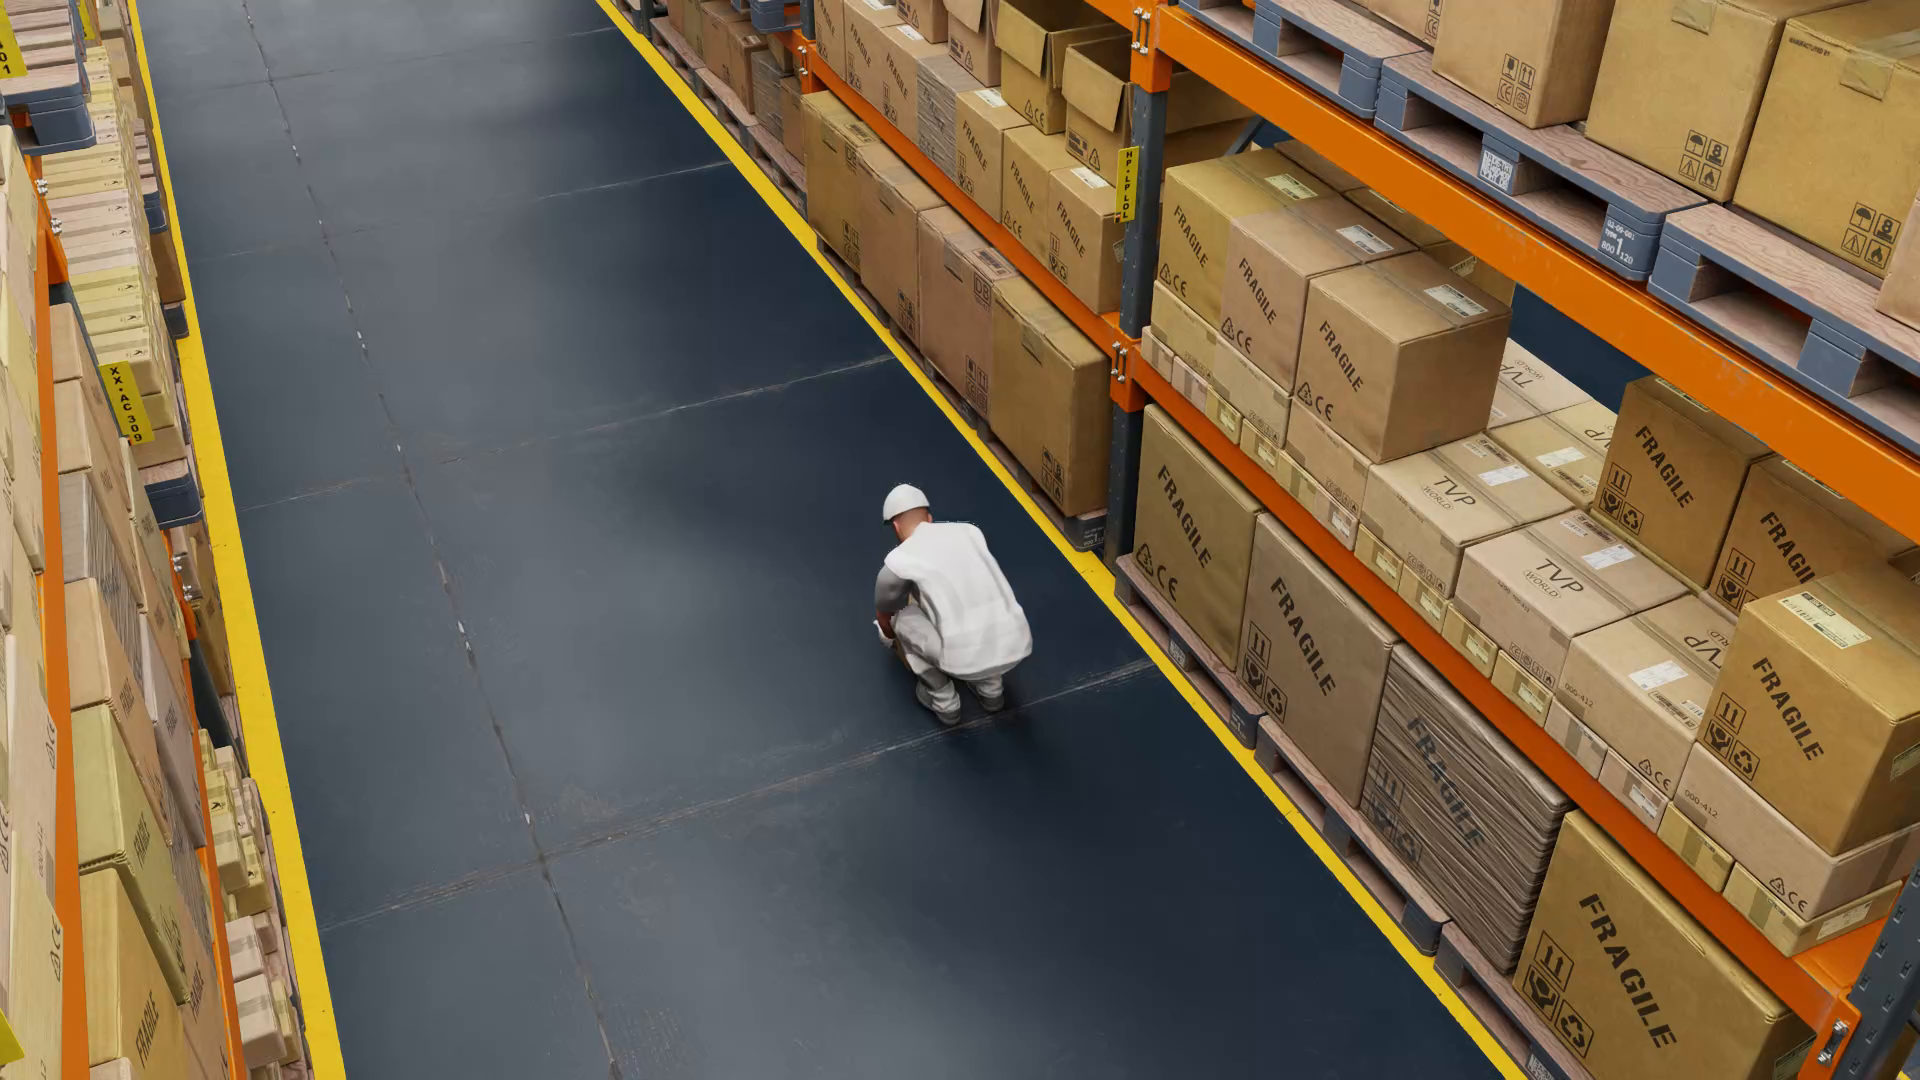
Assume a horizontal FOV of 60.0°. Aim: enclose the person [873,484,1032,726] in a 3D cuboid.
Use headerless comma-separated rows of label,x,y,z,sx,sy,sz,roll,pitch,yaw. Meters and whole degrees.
person,-0.054,0.312,7.158,0.567,0.909,0.884,-16,40,-20
